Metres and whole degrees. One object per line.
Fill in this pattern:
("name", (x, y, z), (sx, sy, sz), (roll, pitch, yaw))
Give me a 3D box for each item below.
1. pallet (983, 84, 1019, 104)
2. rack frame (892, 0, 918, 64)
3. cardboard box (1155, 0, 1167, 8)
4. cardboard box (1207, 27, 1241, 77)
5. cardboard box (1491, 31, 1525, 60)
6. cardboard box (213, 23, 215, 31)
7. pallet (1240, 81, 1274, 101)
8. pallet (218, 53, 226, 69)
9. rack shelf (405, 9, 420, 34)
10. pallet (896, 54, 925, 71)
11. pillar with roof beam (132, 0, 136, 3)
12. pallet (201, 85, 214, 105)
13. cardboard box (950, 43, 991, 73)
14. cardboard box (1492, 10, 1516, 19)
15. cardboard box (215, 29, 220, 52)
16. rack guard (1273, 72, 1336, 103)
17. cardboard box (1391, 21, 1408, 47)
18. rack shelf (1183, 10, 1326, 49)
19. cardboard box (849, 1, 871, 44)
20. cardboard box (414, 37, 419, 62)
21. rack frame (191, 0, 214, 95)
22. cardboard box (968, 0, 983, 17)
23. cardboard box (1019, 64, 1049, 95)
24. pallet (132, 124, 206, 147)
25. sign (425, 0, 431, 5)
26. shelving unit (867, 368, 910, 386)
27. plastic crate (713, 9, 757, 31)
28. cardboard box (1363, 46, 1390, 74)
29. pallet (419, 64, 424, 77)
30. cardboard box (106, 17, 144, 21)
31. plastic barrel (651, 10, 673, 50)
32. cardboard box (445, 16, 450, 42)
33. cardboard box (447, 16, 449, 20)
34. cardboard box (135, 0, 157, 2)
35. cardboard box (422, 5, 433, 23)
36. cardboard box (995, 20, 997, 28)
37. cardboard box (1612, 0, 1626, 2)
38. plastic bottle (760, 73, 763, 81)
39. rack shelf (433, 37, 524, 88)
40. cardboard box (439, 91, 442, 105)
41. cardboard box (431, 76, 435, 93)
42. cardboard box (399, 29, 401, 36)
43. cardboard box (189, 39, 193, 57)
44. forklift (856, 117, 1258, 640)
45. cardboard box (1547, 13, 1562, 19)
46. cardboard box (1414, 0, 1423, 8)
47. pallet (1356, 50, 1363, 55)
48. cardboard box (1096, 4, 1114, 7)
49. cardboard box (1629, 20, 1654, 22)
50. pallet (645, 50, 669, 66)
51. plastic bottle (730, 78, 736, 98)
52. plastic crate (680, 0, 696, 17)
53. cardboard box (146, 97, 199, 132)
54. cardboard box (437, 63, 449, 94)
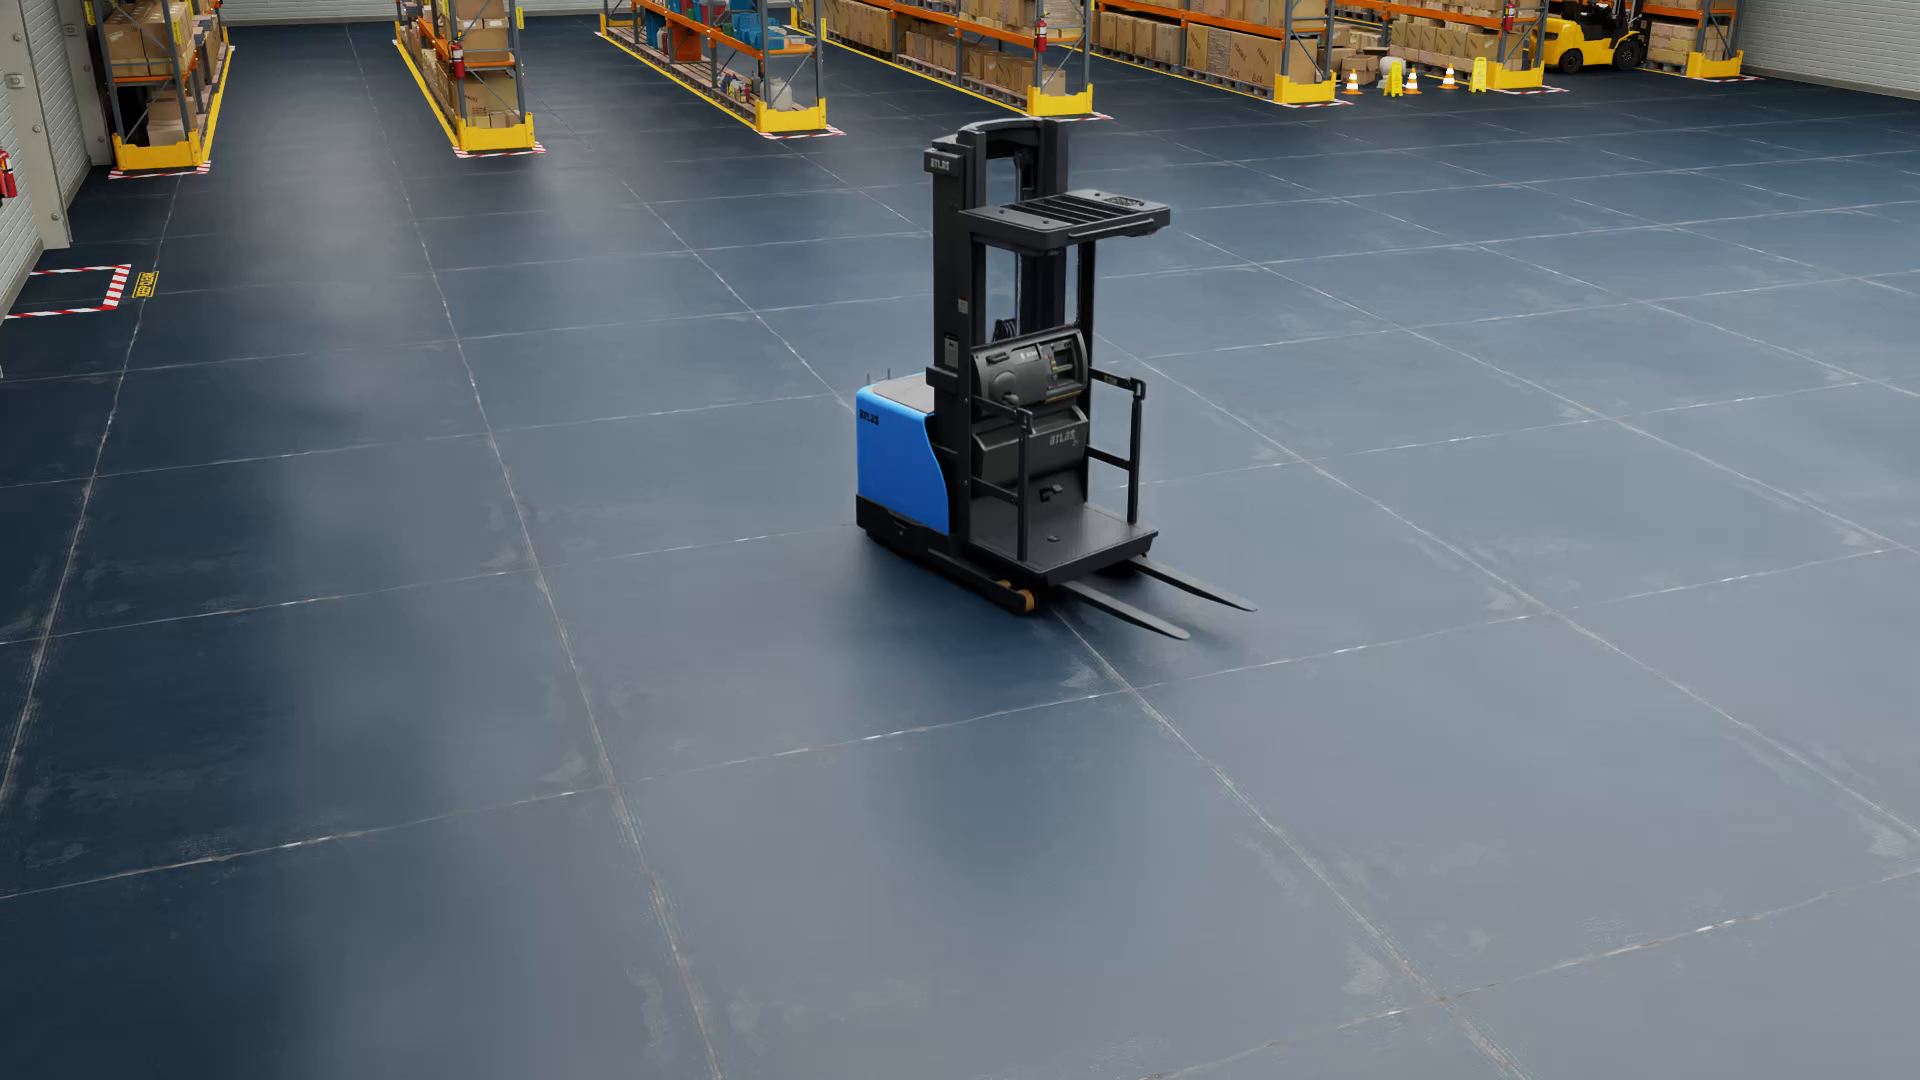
("pallet", (1.115, -8.546, 31.754), (1.003, 0.211, 1.213), (-8, 24, -19))
("rack frame", (-1.003, -11.967, 36.281), (1.000, 3.000, 0.127), (-8, 24, -19))
("cardboard box", (4.473, -11.540, 35.139), (0.500, 0.500, 0.500), (-9, 24, -20))
("cardboard box", (5.565, -9.807, 33.351), (0.875, 0.875, 0.875), (-8, 24, -19))
("cardboard box", (11.059, -10.032, 33.723), (0.500, 0.500, 0.500), (-9, 25, -21))
("cardboard box", (-16.436, -11.158, 36.203), (0.380, 0.149, 0.250), (-8, 24, -17))
("pallet", (6.144, -8.699, 32.118), (1.003, 0.211, 1.213), (-8, 24, -19))
("pallet", (-16.513, -10.384, 36.115), (1.003, 0.211, 1.213), (-8, 24, -19))
("rack shelf", (-10.978, -11.005, 34.924), (1.077, 0.370, 4.000), (-8, 24, -19))
("pallet", (-0.728, -10.398, 36.149), (1.003, 0.211, 1.213), (-8, 24, -19))
("pillar with roof beam", (-13.347, -14.873, 35.450), (9.100, 9.000, 0.400), (-8, 24, -19))
("pallet", (-14.630, -8.359, 31.311), (1.003, 0.211, 1.213), (-8, 24, -19))
("cardboard box", (0.213, -9.791, 33.769), (0.700, 0.500, 0.500), (-10, 25, -23))
("cardboard box", (10.762, -10.411, 32.912), (0.380, 0.149, 0.250), (-8, 24, -17))
("cardboard box", (-16.840, -11.079, 36.852), (0.700, 0.500, 0.500), (-8, 24, -18))
("rack guard", (6.508, -8.544, 31.377), (1.175, 0.500, 0.348), (-8, 24, -19))
("cardboard box", (9.637, -10.894, 35.769), (0.500, 0.500, 0.500), (-7, 24, -16))
("rack shelf", (5.793, -10.099, 32.776), (1.077, 0.370, 4.000), (-8, 24, -19))
("cardboard box", (-1.855, -12.081, 38.745), (1.225, 0.875, 0.875), (-9, 25, -21))
("cardboard box", (-11.195, -10.346, 35.086), (0.500, 0.500, 0.500), (-9, 25, -21))
("rack frame", (-14.905, -9.928, 31.444), (1.000, 3.000, 0.127), (-8, 24, -19))
("cardboard box", (0.655, -10.339, 31.905), (0.875, 0.500, 0.500), (-8, 24, -19))
("cardboard box", (1.375, -8.544, 30.837), (0.500, 0.500, 0.500), (-2, 23, -5))
("pallet", (-12.787, -6.507, 26.916), (1.003, 0.211, 1.213), (-8, 24, -19))
("sign", (-9.363, -9.575, 29.217), (0.100, 0.325, 0.005), (-8, 24, -19))
("shelving unit", (-0.507, -0.698, 12.054), (0.215, 1.050, 0.252), (-18, 29, -37))
("plastic crate", (-4.157, -9.598, 30.740), (0.767, 0.338, 0.504), (-8, 24, -19))
("cardboard box", (8.787, -10.147, 35.177), (0.500, 0.500, 0.500), (8, 24, 18))
("pallet", (-10.927, -10.043, 35.307), (1.003, 0.211, 1.213), (-8, 24, -19))
("cardboard box", (-12.613, -7.634, 25.201), (0.500, 0.500, 0.500), (-8, 24, -18))
("plastic barrel", (-6.623, -11.510, 37.358), (0.600, 0.901, 0.708), (-8, 24, -19))
("cardboard box", (-8.504, -8.851, 28.759), (0.700, 0.500, 0.500), (-9, 24, -20))
("cardboard box", (-8.309, -8.724, 27.622), (0.380, 0.149, 0.250), (-9, 24, -20))
("cardboard box", (-13.830, -9.117, 28.825), (0.700, 0.500, 0.500), (-6, 24, -14))
("cardboard box", (-10.137, -10.217, 32.243), (0.500, 0.311, 0.500), (-9, 24, -20))
("cardboard box", (0.878, -9.651, 31.109), (0.380, 0.149, 0.250), (-8, 24, -19))
("cardboard box", (14.616, -12.034, 36.311), (0.500, 0.500, 0.500), (-9, 24, -20))
("plastic bottle", (-3.658, -8.552, 31.023), (0.144, 0.351, 0.185), (-10, 25, -22))
("rack shelf", (-8.152, -8.098, 28.027), (1.077, 0.370, 4.000), (-8, 24, -19))
("cardboard box", (-8.978, -7.872, 29.565), (0.500, 0.250, 0.500), (-8, 24, -19))
("cardboard box", (-9.635, -8.563, 31.205), (0.500, 0.250, 0.500), (-8, 24, -18))
("cardboard box", (-13.183, -12.123, 39.733), (0.380, 0.166, 0.250), (-8, 24, -19))
("cardboard box", (-12.680, -7.922, 26.850), (0.500, 0.250, 0.500), (-8, 24, -19))
("forklift", (0.598, -1.091, 10.564), (1.130, 2.935, 3.031), (-18, 29, -37))
("cardboard box", (14.129, -11.843, 38.504), (0.875, 0.625, 0.625), (-7, 24, -17))
("cardboard box", (9.807, -11.328, 35.087), (0.380, 0.149, 0.250), (-8, 24, -17))
("pallet", (9.405, -10.871, 37.271), (1.003, 0.211, 1.213), (-8, 24, -19))
("cardboard box", (3.477, -12.466, 39.178), (0.500, 0.250, 0.500), (-9, 24, -20))
("cardboard box", (14.737, -11.166, 36.093), (0.500, 0.250, 0.500), (-9, 24, -20))
("pallet", (-6.381, -10.726, 36.927), (1.003, 0.211, 1.213), (-8, 24, -19))
("plastic bottle", (-4.110, -8.243, 30.290), (0.144, 0.351, 0.185), (-9, 24, -19))
("plastic crate", (-5.352, -10.688, 33.164), (0.402, 0.464, 0.583), (-8, 24, -19))
("cardboard box", (-12.653, -6.817, 26.713), (0.700, 0.500, 0.500), (-10, 25, -22))
("cardboard box", (-8.804, -8.036, 28.988), (0.500, 0.500, 0.500), (-8, 24, -19))
